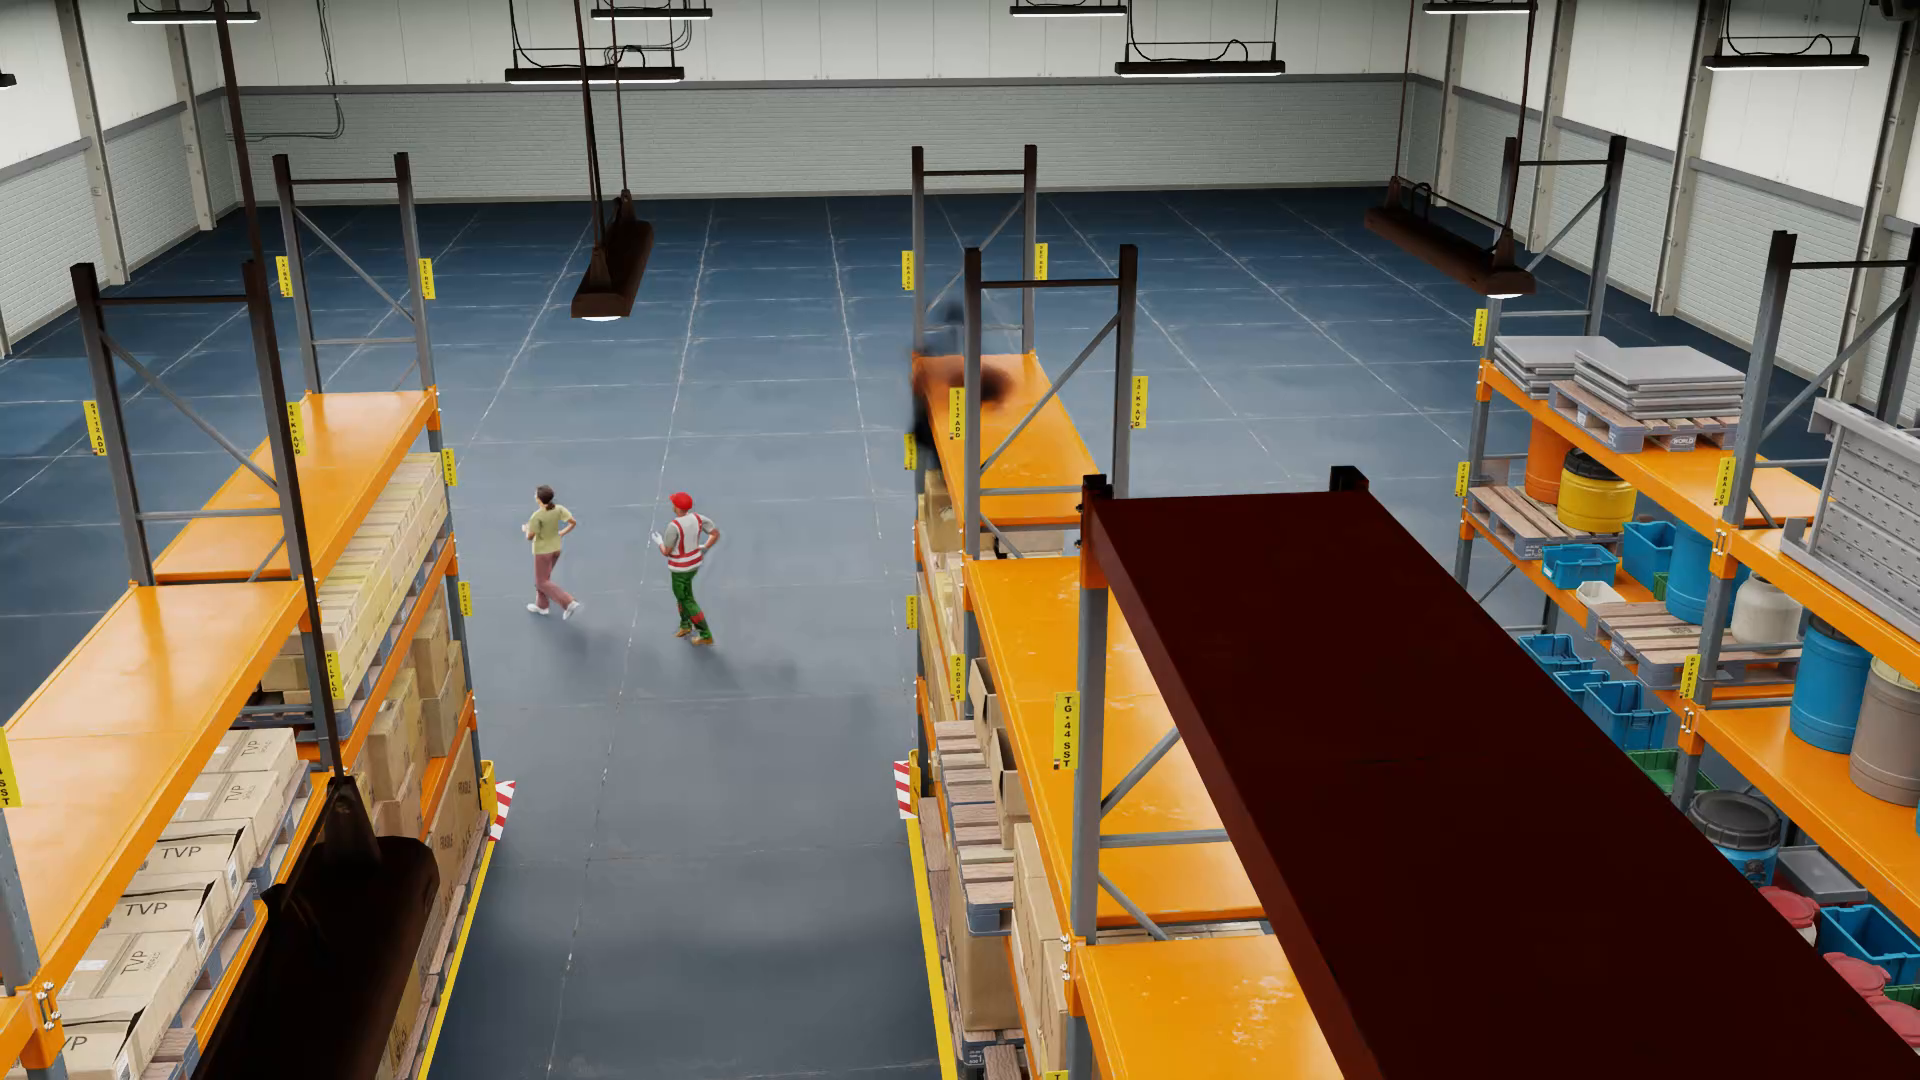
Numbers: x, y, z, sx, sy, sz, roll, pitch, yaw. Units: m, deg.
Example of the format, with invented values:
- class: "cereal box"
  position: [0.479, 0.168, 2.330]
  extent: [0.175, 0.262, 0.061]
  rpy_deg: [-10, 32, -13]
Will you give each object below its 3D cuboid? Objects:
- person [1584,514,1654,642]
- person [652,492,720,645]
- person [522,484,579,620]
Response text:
- class: "person"
  position: [7.433, 0.451, 18.334]
  extent: [0.847, 1.570, 0.545]
  rpy_deg: [7, 23, 16]
- class: "person"
  position: [-3.033, 0.331, 18.391]
  extent: [0.734, 1.844, 0.633]
  rpy_deg: [12, 25, 28]
- class: "person"
  position: [-4.700, 0.142, 19.017]
  extent: [0.911, 1.645, 0.587]
  rpy_deg: [13, 25, 30]
